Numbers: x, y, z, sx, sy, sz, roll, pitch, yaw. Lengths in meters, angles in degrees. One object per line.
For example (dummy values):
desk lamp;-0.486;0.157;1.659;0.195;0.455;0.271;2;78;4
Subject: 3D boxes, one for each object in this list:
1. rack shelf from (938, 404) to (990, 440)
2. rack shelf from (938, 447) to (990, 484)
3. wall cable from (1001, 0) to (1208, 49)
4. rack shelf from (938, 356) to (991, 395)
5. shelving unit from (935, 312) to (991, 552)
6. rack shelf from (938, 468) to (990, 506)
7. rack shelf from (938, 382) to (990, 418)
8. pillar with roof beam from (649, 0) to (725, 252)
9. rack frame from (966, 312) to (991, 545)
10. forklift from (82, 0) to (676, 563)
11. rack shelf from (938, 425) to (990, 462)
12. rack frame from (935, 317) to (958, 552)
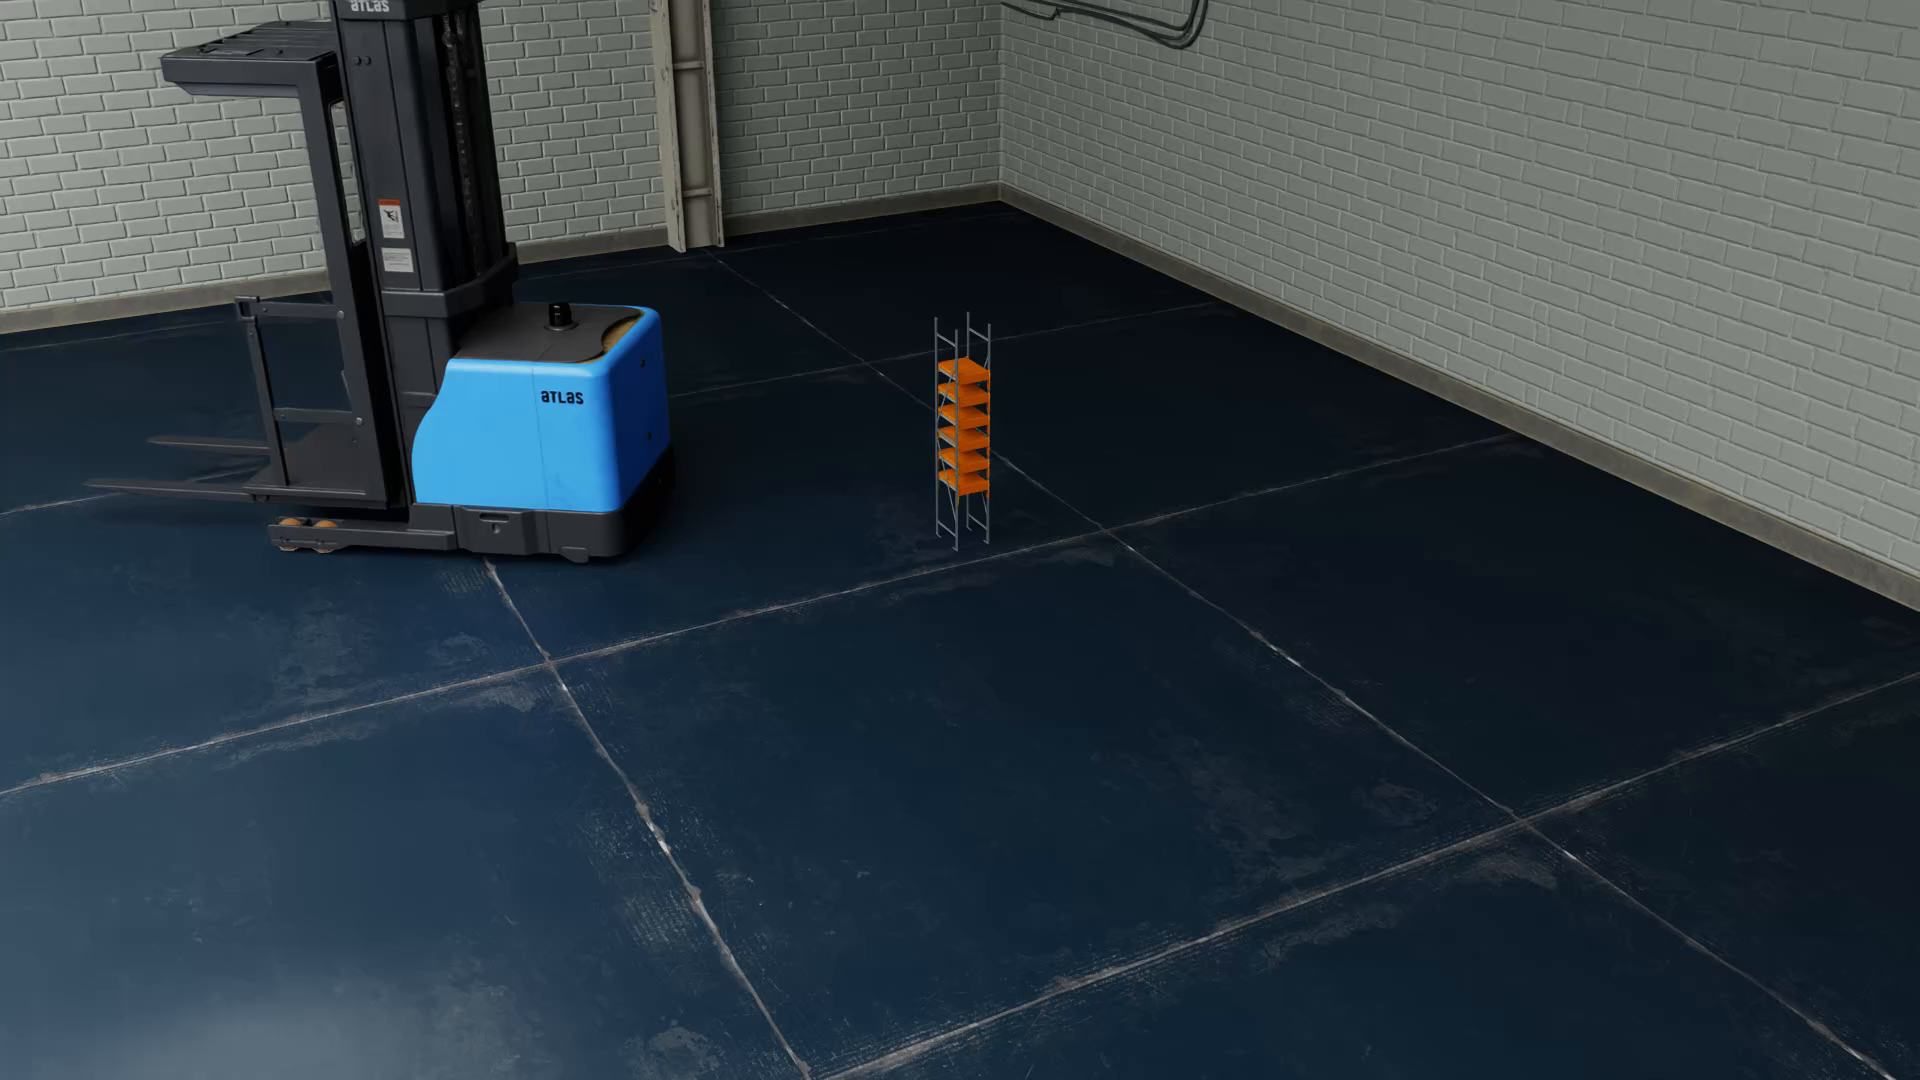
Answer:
rack shelf;0.013;-0.612;8.464;0.180;0.103;0.258;-13;29;-25
rack shelf;0.013;-0.396;8.568;0.180;0.103;0.258;-13;29;-25
wall cable;1.021;-5.215;12.803;0.112;2.526;3.097;-13;29;-25
rack shelf;0.013;-0.828;8.360;0.180;0.103;0.258;-13;29;-25
shelving unit;0.013;-0.544;8.496;0.189;1.200;0.258;-13;29;-25
rack shelf;0.013;-0.287;8.620;0.180;0.103;0.258;-13;29;-25
rack shelf;0.013;-0.720;8.412;0.180;0.103;0.258;-13;29;-25
pillar with roof beam;-0.175;-4.876;8.509;0.400;9.000;9.100;-13;29;-25
rack frame;0.094;-0.562;8.535;0.006;1.200;0.240;-13;29;-25
forklift;-3.135;-1.475;8.436;3.031;2.935;1.130;3;26;7
rack shelf;0.013;-0.504;8.516;0.180;0.103;0.258;-13;29;-25
rack frame;-0.068;-0.525;8.458;0.006;1.200;0.240;-13;29;-25
